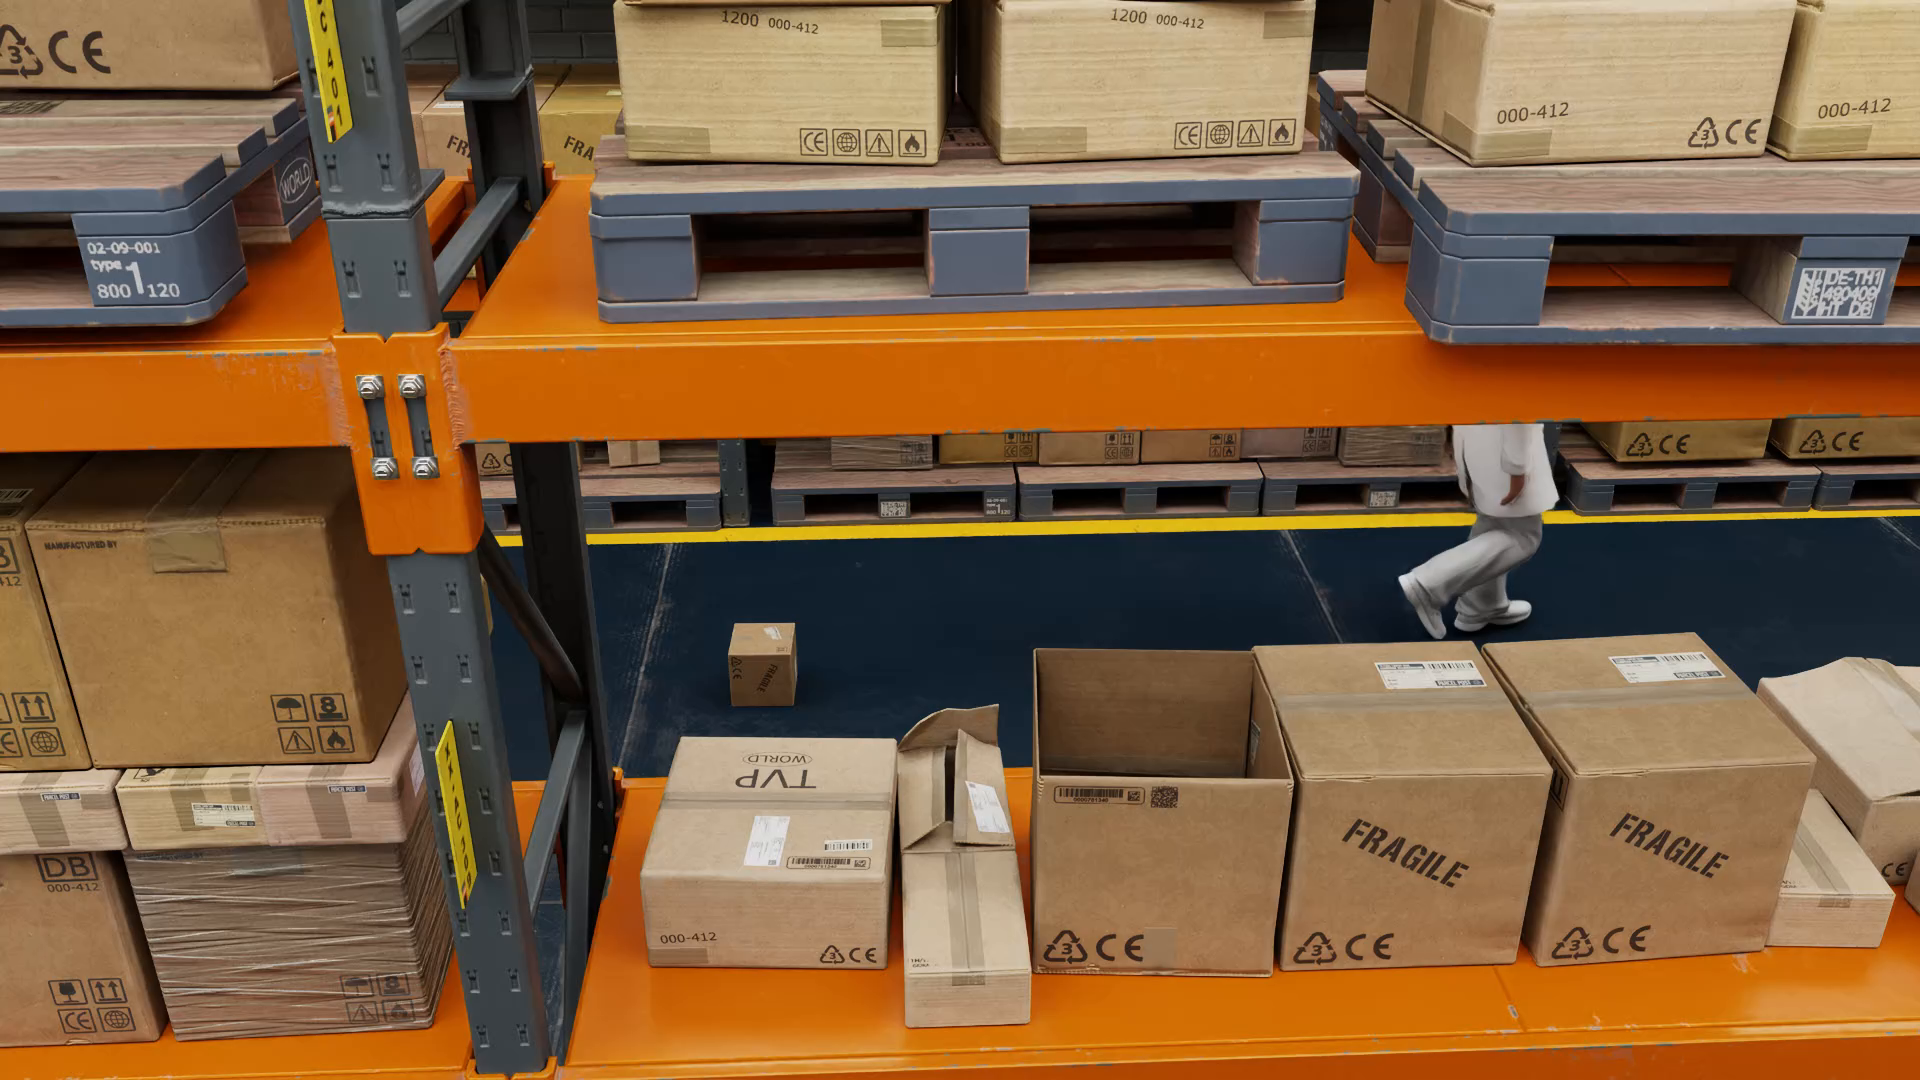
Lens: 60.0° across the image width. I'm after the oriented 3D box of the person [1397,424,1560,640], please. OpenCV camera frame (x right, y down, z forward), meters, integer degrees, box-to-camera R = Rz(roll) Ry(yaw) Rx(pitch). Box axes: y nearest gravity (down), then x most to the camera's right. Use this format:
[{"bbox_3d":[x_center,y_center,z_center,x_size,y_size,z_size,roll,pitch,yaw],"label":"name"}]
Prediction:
[{"bbox_3d":[2.177,-0.384,6.839,0.724,1.760,0.590,-5,28,-9],"label":"person"}]
